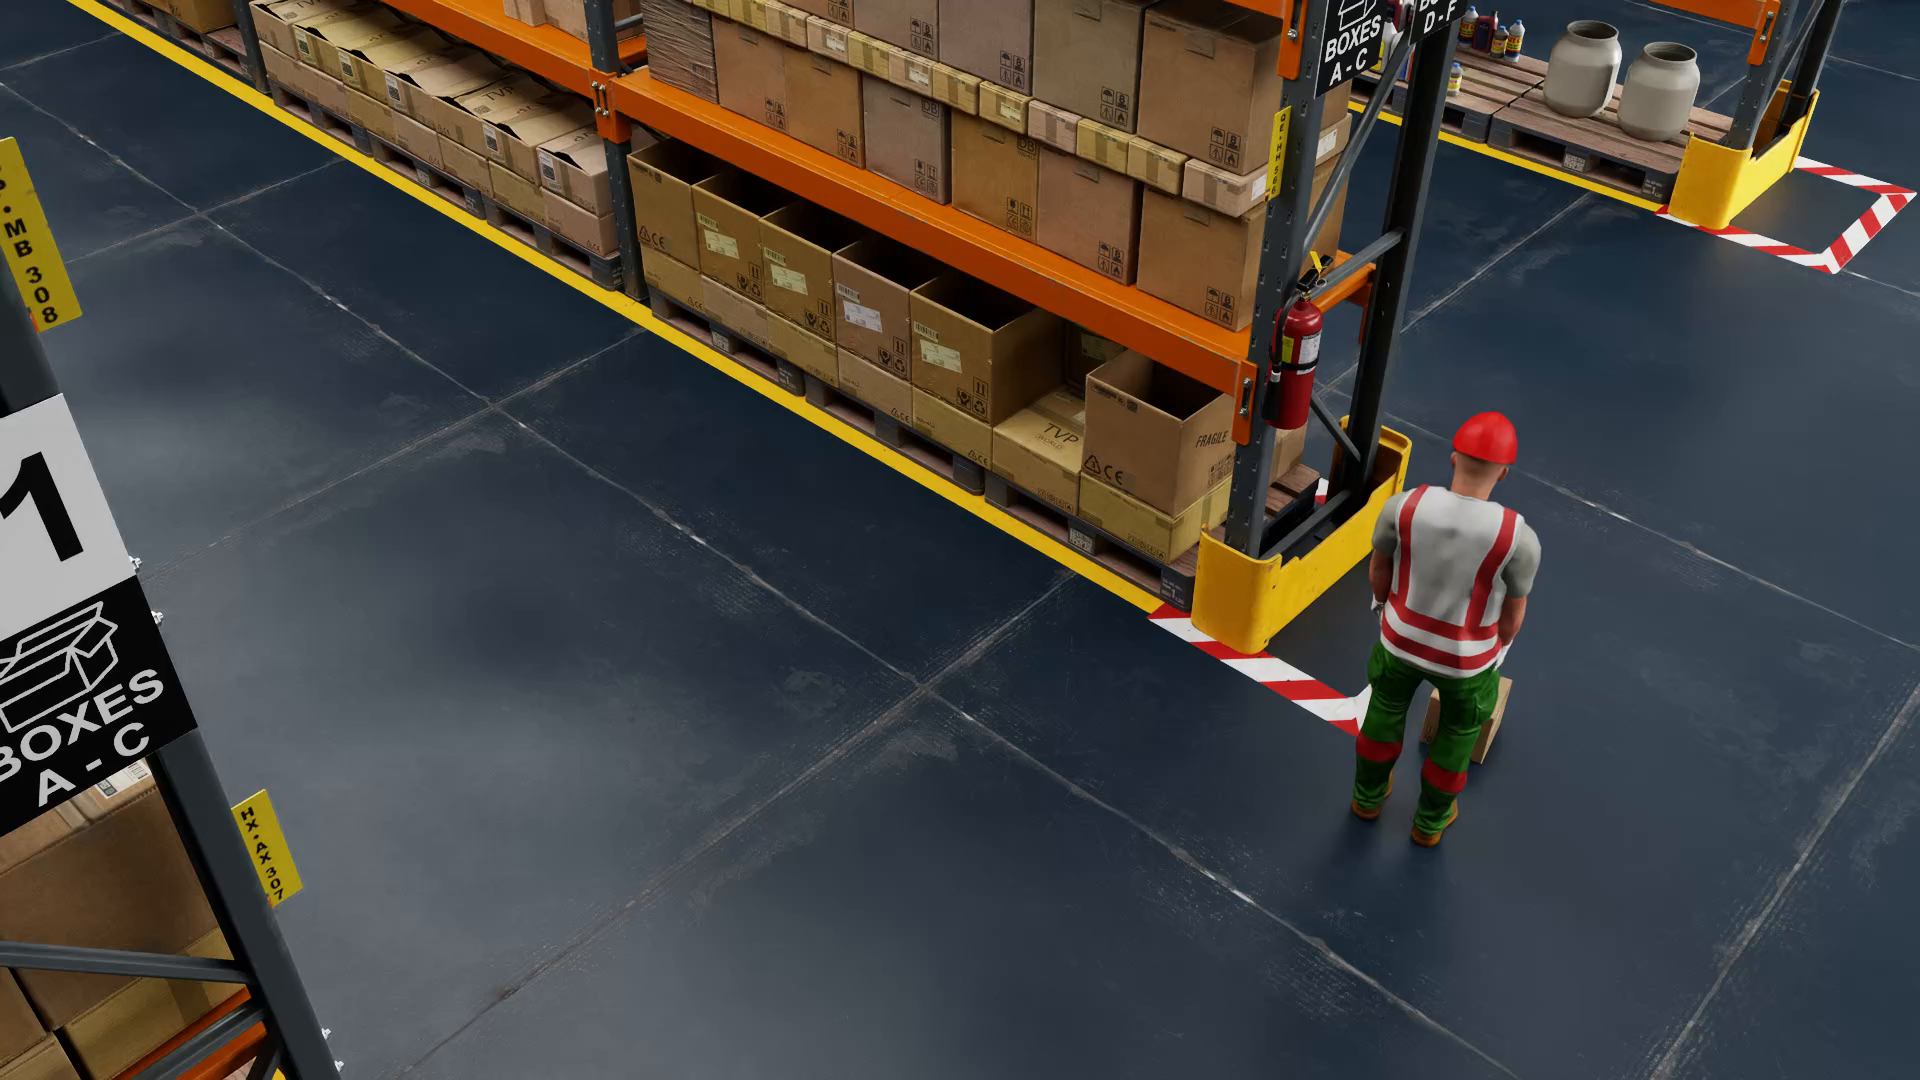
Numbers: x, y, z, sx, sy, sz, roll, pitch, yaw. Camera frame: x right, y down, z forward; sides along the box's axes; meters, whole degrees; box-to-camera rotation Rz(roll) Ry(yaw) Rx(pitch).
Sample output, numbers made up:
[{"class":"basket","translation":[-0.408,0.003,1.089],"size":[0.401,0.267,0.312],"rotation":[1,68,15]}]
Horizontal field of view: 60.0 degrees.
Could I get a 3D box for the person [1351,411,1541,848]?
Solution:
[{"class":"person","translation":[1.651,0.325,5.765],"size":[0.538,1.751,0.427],"rotation":[21,44,24]}]
